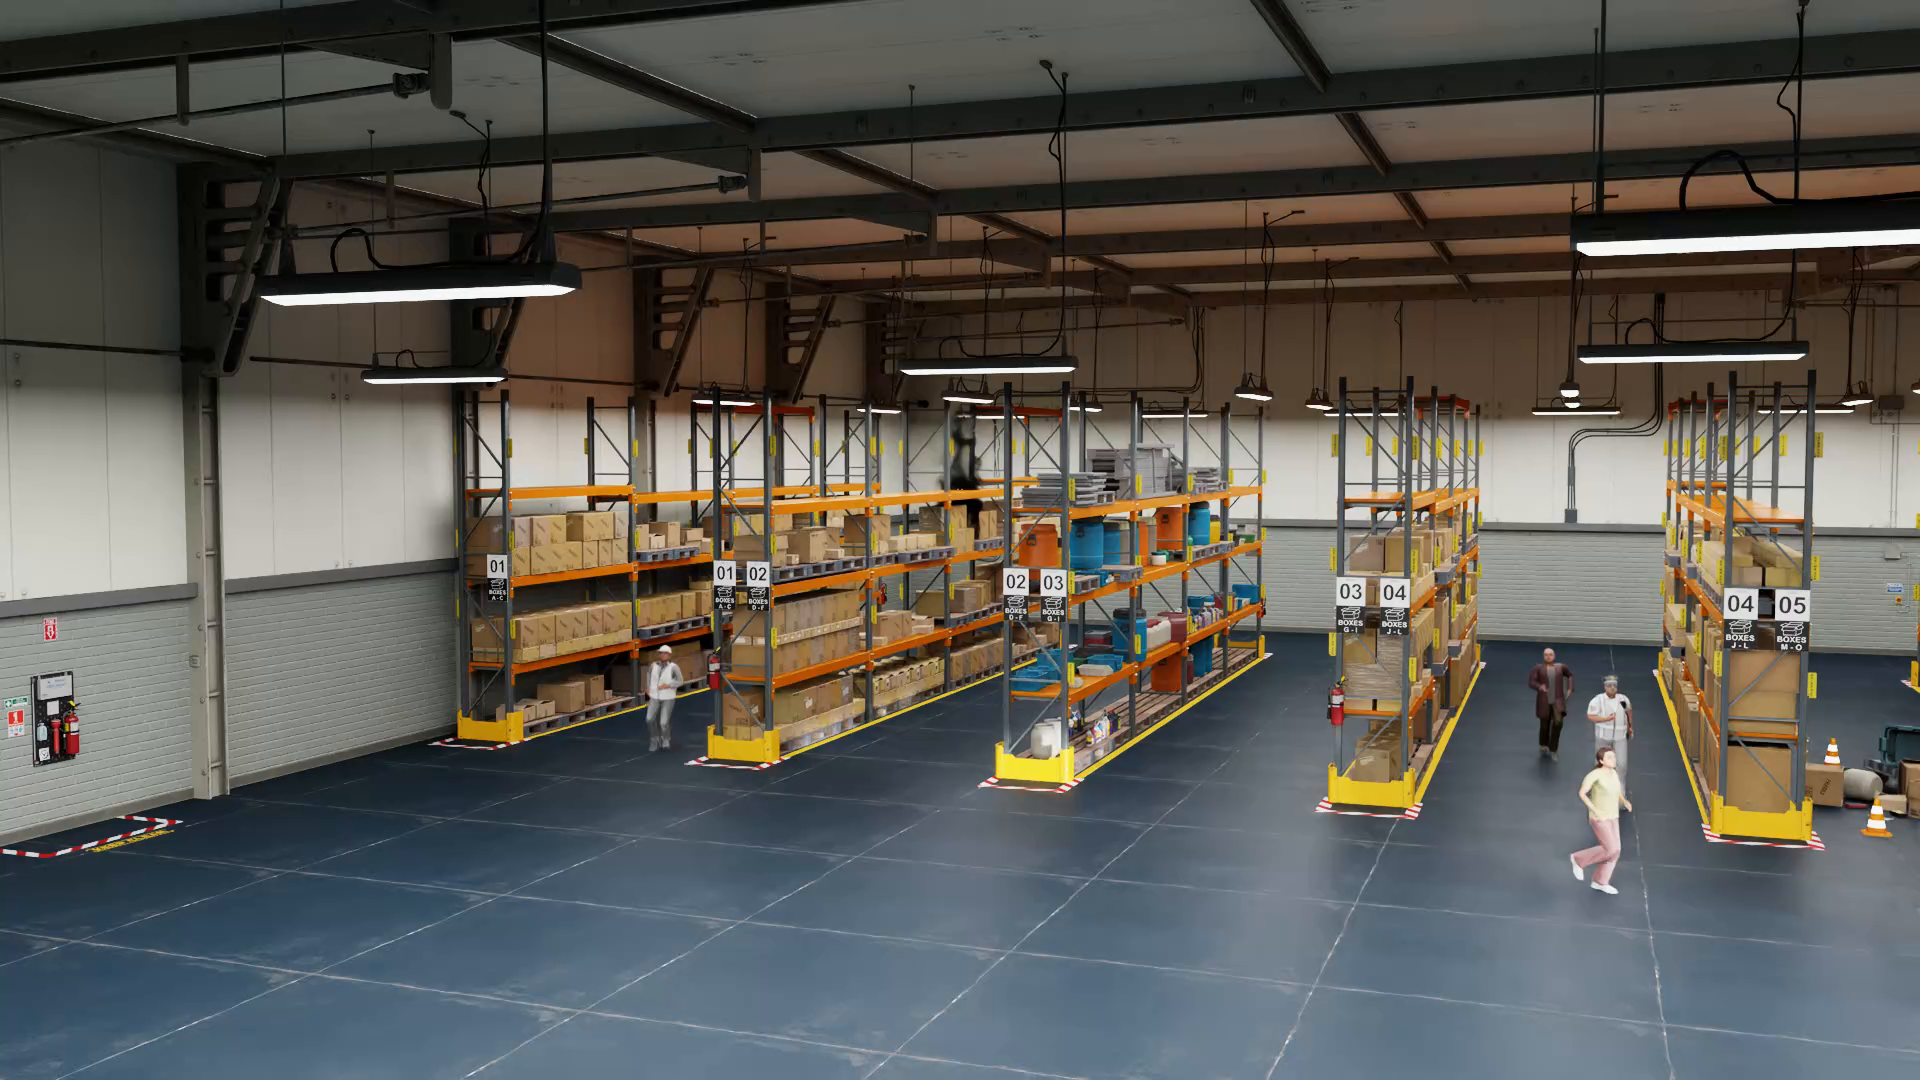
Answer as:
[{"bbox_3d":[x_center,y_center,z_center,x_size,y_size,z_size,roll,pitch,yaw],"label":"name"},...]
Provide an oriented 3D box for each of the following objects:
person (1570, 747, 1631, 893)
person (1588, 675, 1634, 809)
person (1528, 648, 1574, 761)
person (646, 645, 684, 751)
[{"bbox_3d":[7.290,3.155,18.861,0.574,1.638,0.576,-2,4,-32],"label":"person"},{"bbox_3d":[9.188,2.822,23.487,0.642,1.824,0.845,1,3,12],"label":"person"},{"bbox_3d":[9.563,2.700,26.919,0.722,1.735,0.821,1,3,17],"label":"person"},{"bbox_3d":[-4.903,2.628,27.539,0.702,1.797,0.603,1,3,11],"label":"person"}]
